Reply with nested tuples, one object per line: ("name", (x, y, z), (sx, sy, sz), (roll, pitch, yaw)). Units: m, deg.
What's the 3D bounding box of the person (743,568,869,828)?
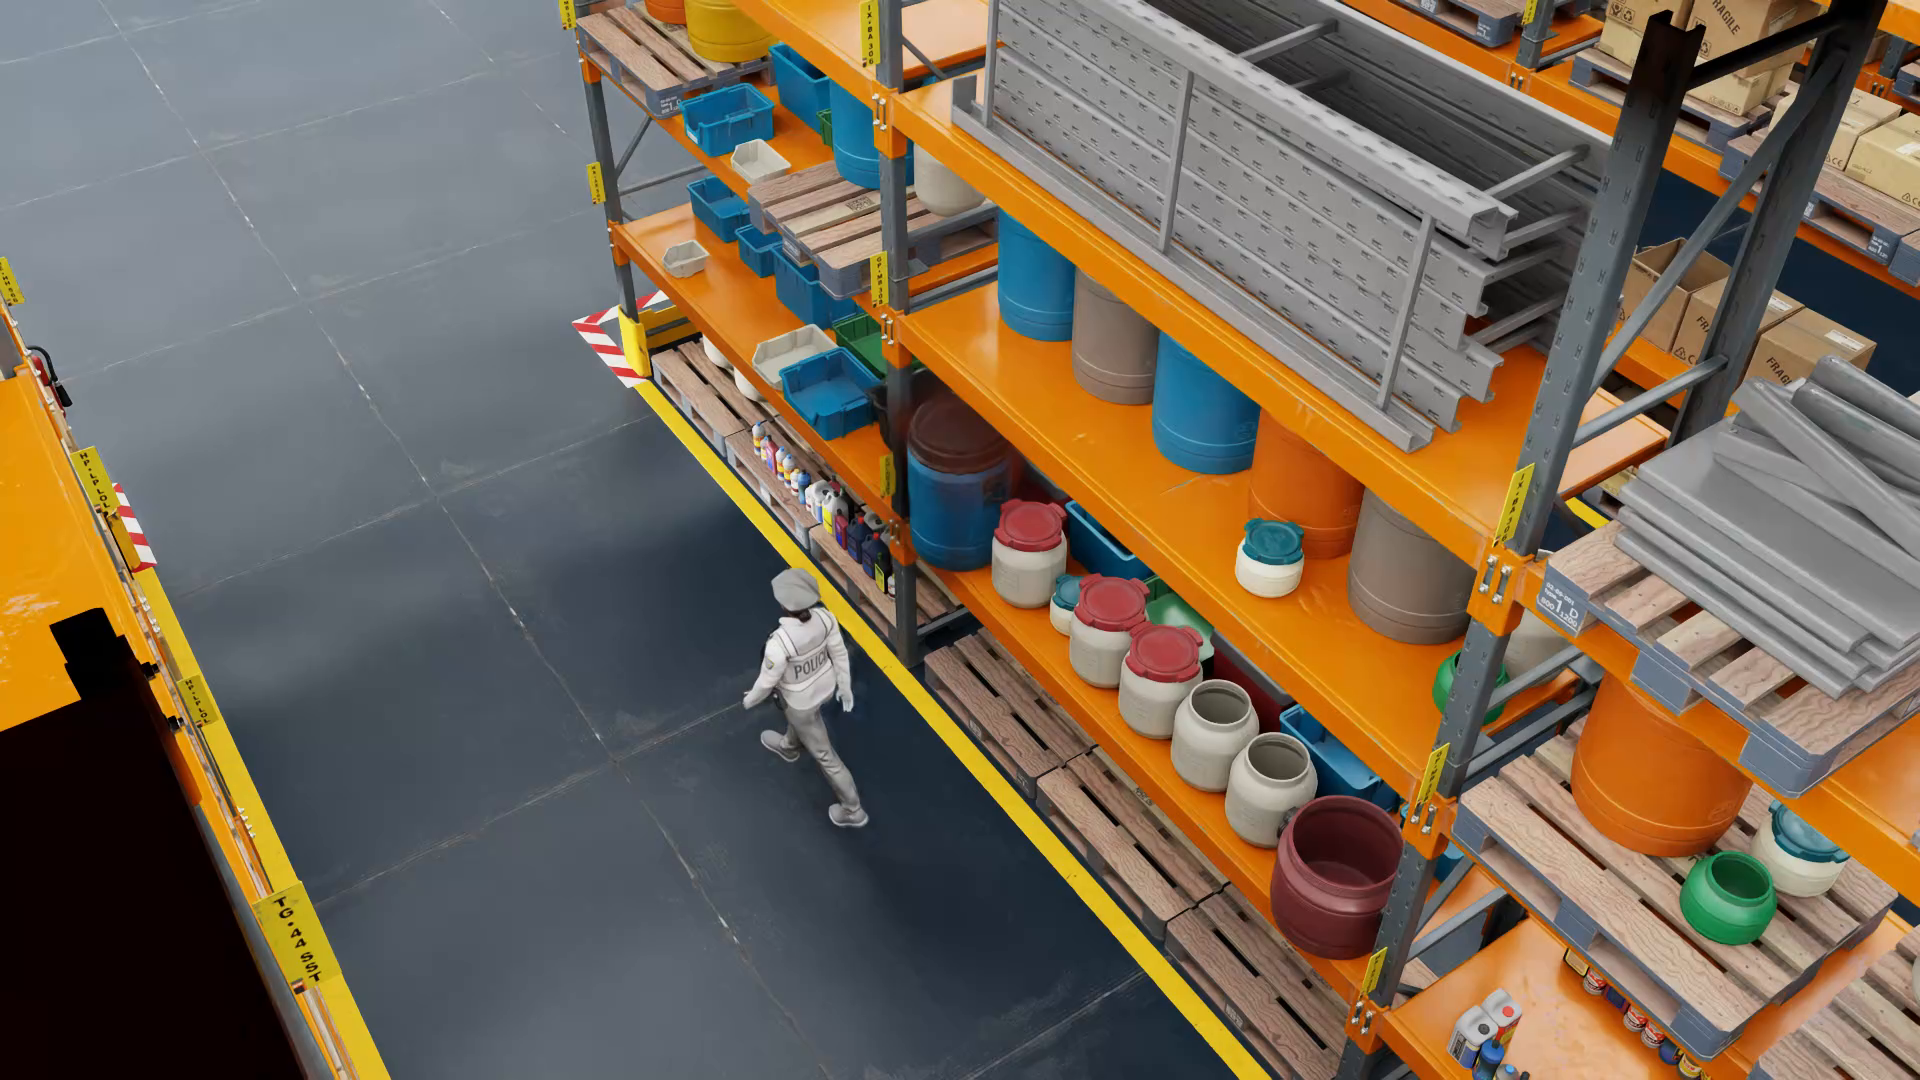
("person", (-0.877, 0.835, 9.184), (0.949, 1.641, 0.496), (28, 49, 27))
